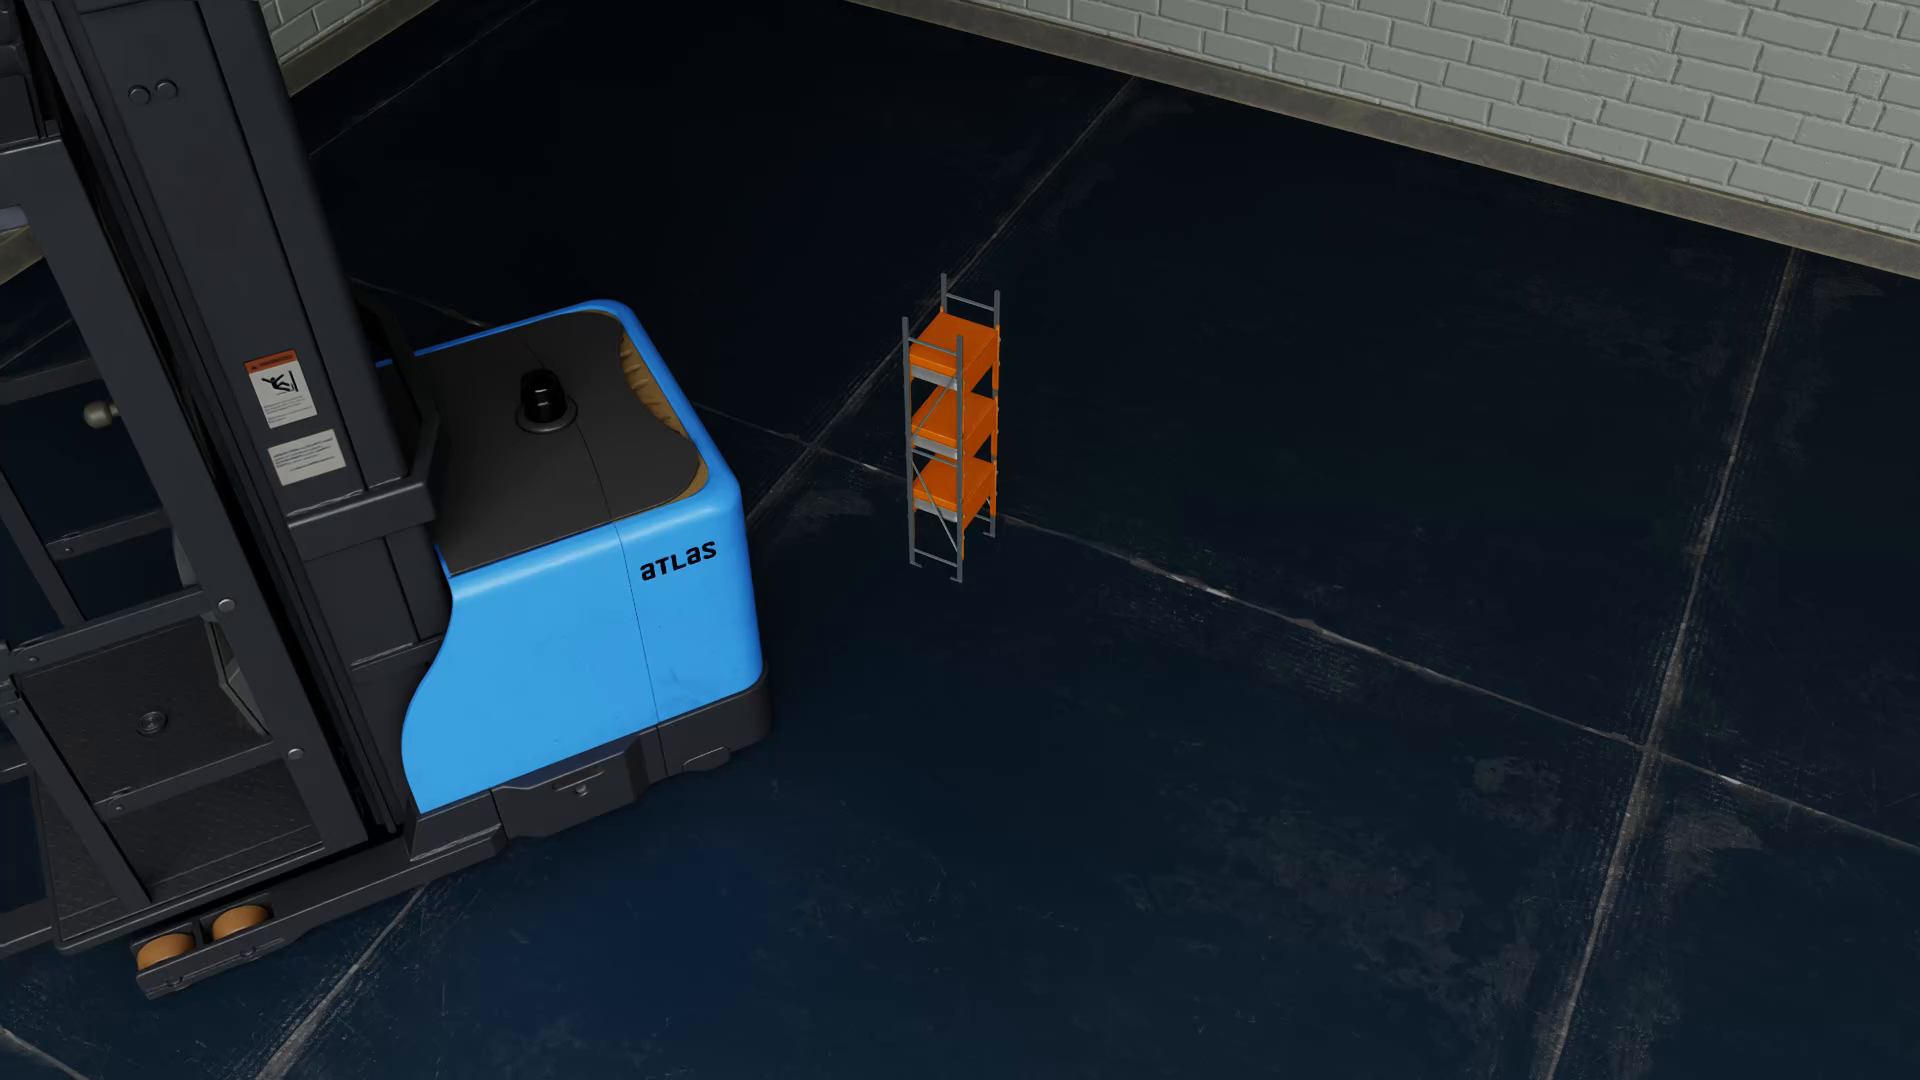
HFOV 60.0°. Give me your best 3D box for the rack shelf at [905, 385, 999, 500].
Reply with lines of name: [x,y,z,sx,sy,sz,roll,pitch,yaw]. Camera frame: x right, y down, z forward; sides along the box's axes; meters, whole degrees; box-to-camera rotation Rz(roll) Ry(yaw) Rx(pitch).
rack shelf: [-0.025,-0.328,5.351,0.215,0.259,0.240,20,49,19]

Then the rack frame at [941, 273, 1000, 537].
rack frame: [0.032,-0.412,5.419,0.200,1.050,0.008,20,49,19]

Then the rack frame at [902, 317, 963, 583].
rack frame: [-0.081,-0.258,5.267,0.200,1.050,0.008,20,49,19]

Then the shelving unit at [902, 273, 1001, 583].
shelving unit: [-0.025,-0.335,5.343,0.215,1.050,0.252,20,49,19]

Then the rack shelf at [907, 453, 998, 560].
rack shelf: [-0.025,-0.133,5.548,0.215,0.259,0.240,20,49,19]

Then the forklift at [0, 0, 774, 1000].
forklift: [-2.119,-0.233,3.920,3.031,2.935,1.130,-20,49,-19]

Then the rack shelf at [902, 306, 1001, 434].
rack shelf: [-0.025,-0.527,5.149,0.215,0.259,0.240,20,49,19]
